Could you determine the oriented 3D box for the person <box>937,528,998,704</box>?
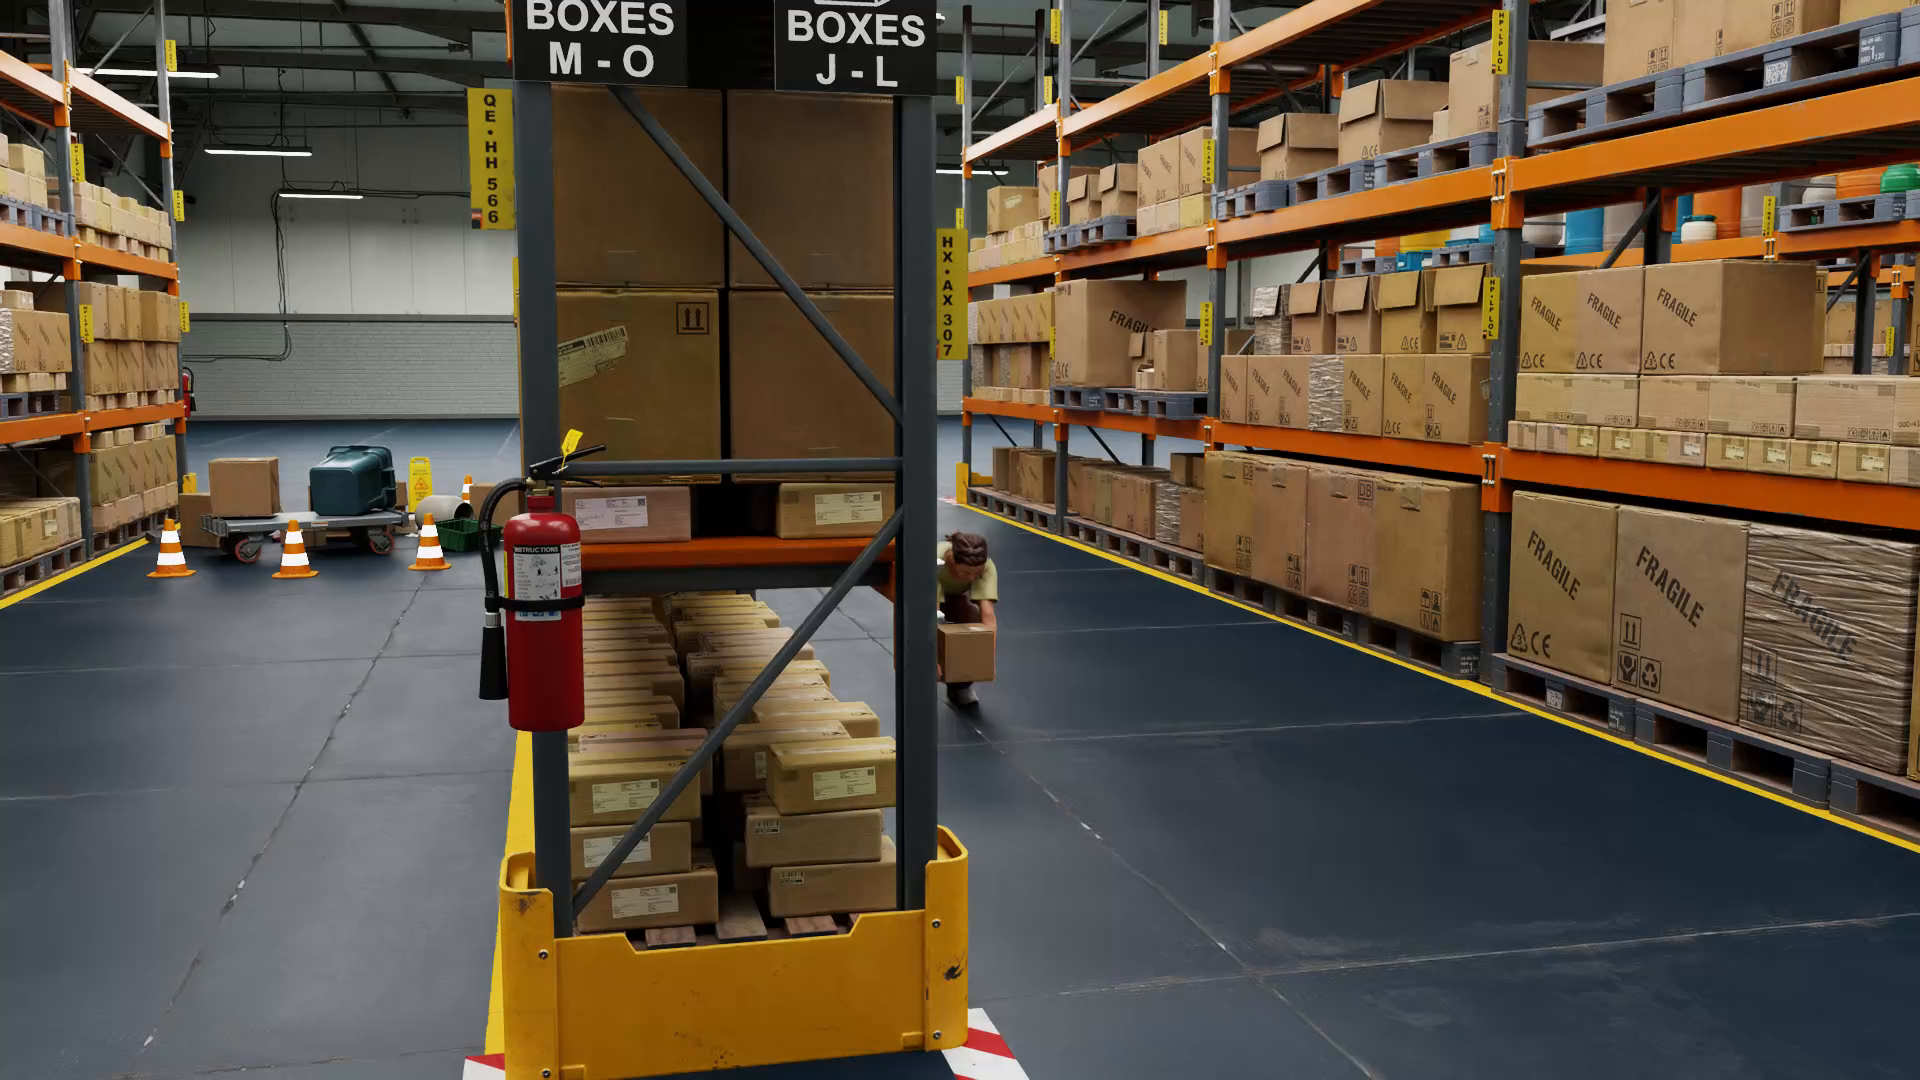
[{"bbox_3d":[-0.063,0.390,8.536,0.458,0.928,0.823,-2,6,-15],"label":"person"}]
